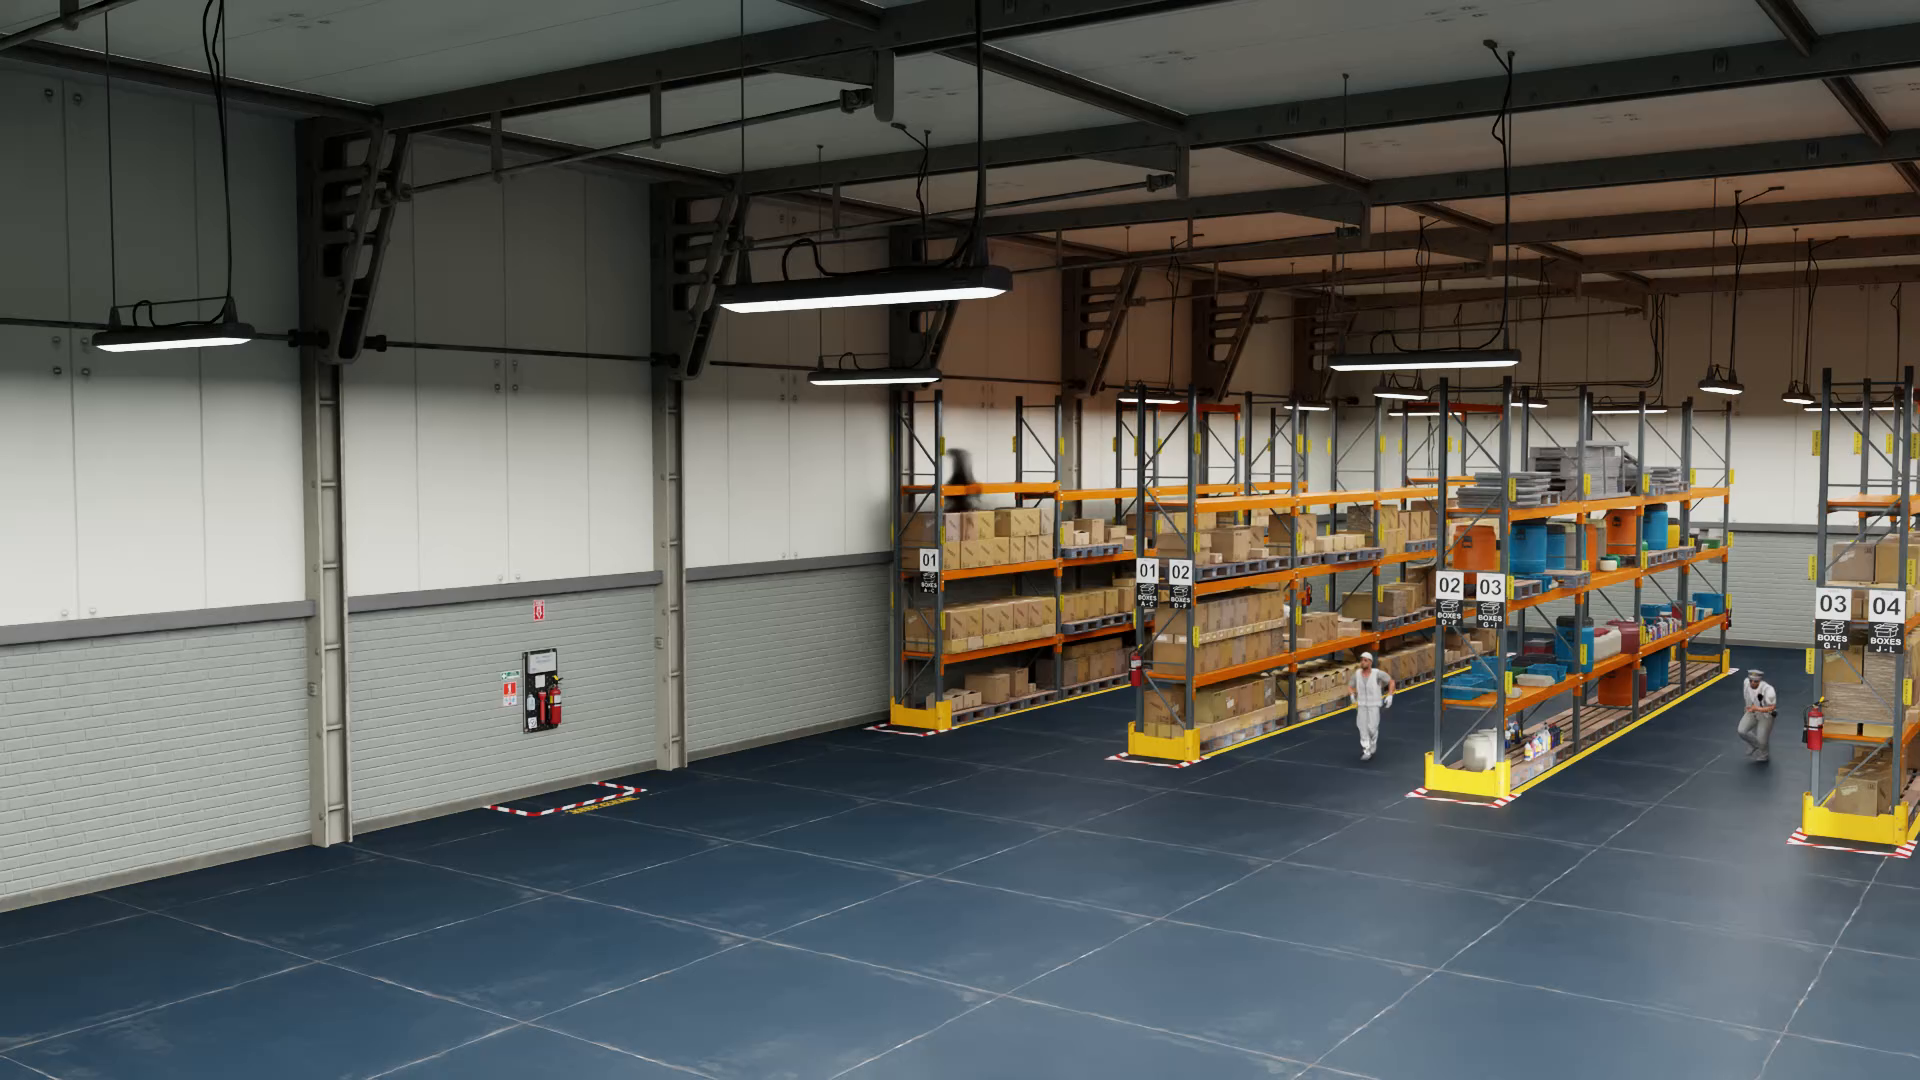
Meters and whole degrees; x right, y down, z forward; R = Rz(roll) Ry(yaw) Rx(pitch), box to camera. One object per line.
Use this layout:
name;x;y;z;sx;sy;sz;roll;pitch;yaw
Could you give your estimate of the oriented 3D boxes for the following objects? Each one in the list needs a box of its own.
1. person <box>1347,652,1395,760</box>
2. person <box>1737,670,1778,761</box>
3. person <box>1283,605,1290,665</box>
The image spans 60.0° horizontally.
person;6.479;2.646;26.332;0.707;1.736;0.691;2;4;28
person;12.558;2.764;26.180;1.006;1.510;0.690;-2;4;-36
person;7.235;2.070;37.585;0.597;1.702;0.722;2;4;33
